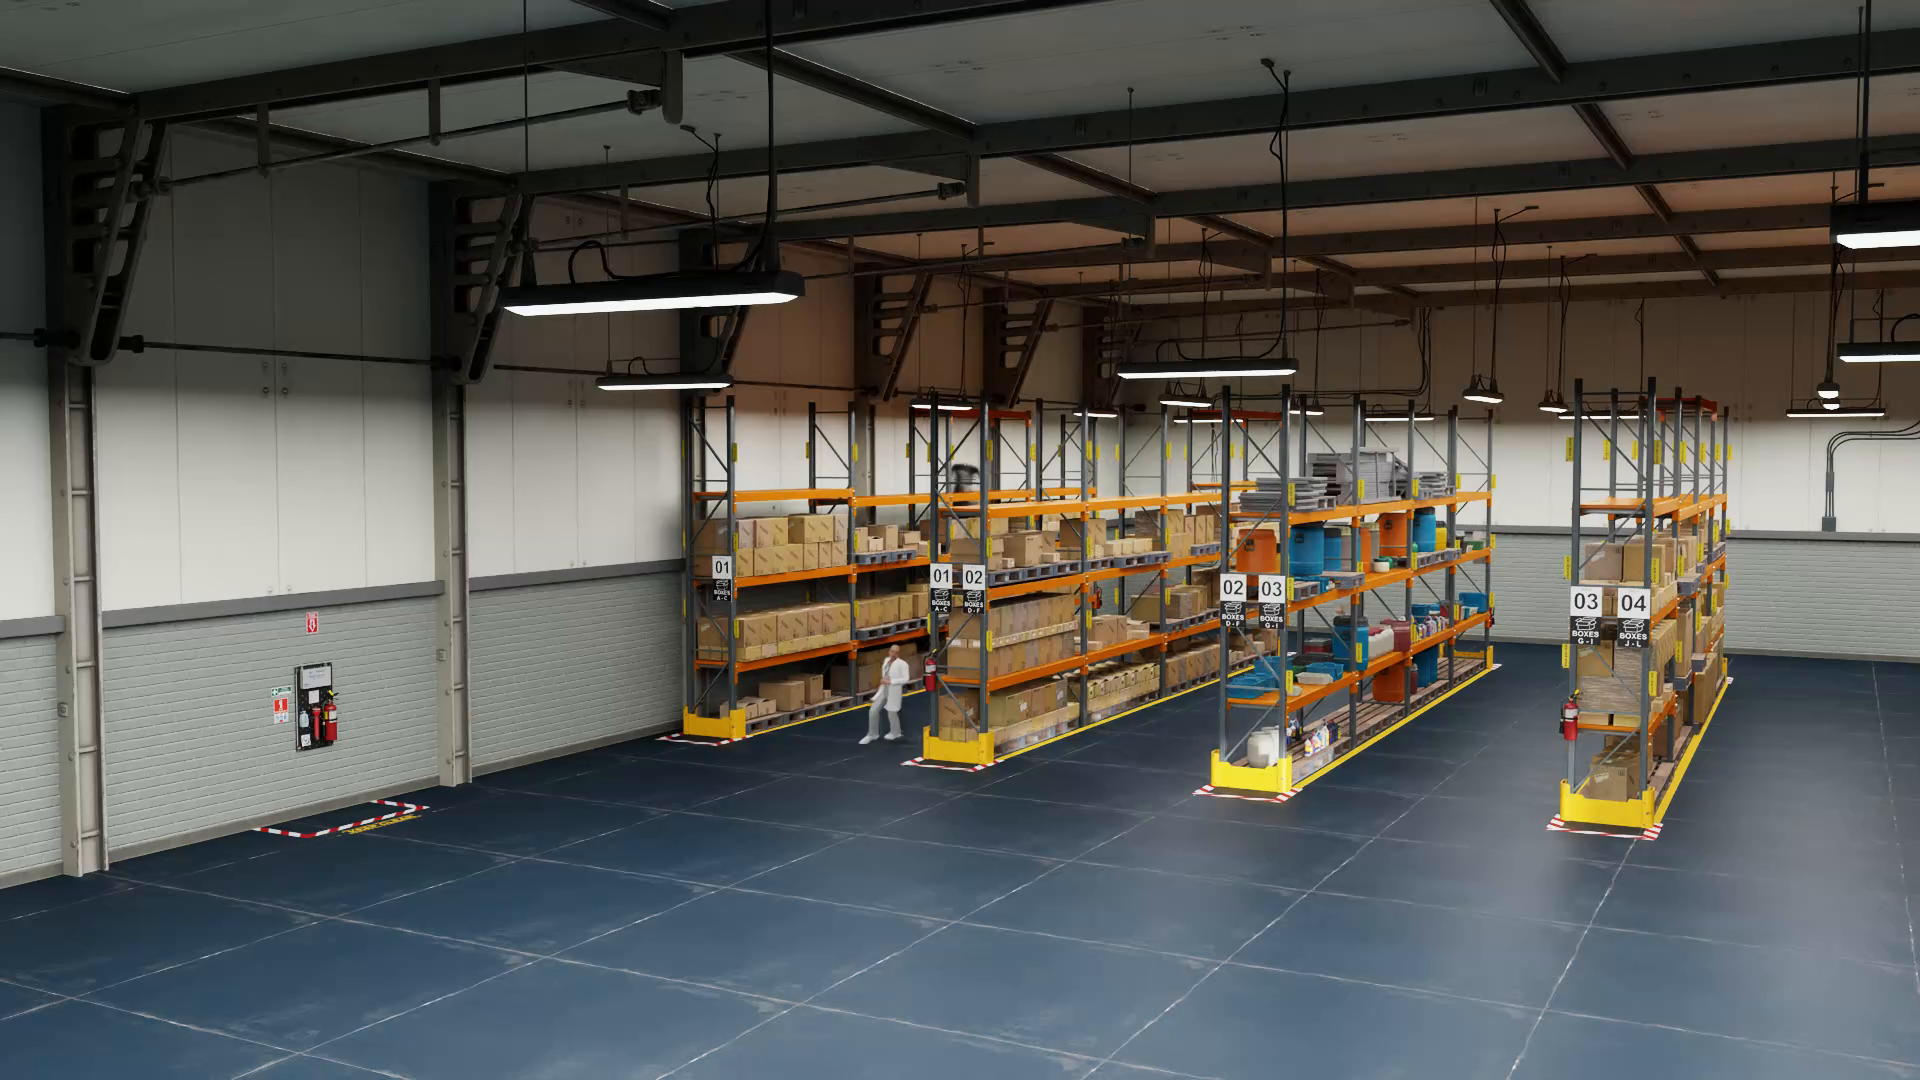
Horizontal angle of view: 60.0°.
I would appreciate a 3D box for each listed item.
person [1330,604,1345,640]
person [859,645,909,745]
[{"bbox_3d":[8.400,2.251,36.718,0.581,1.676,0.746,2,3,29],"label":"person"},{"bbox_3d":[-1.165,2.633,28.473,0.873,1.729,0.796,2,4,32],"label":"person"}]
